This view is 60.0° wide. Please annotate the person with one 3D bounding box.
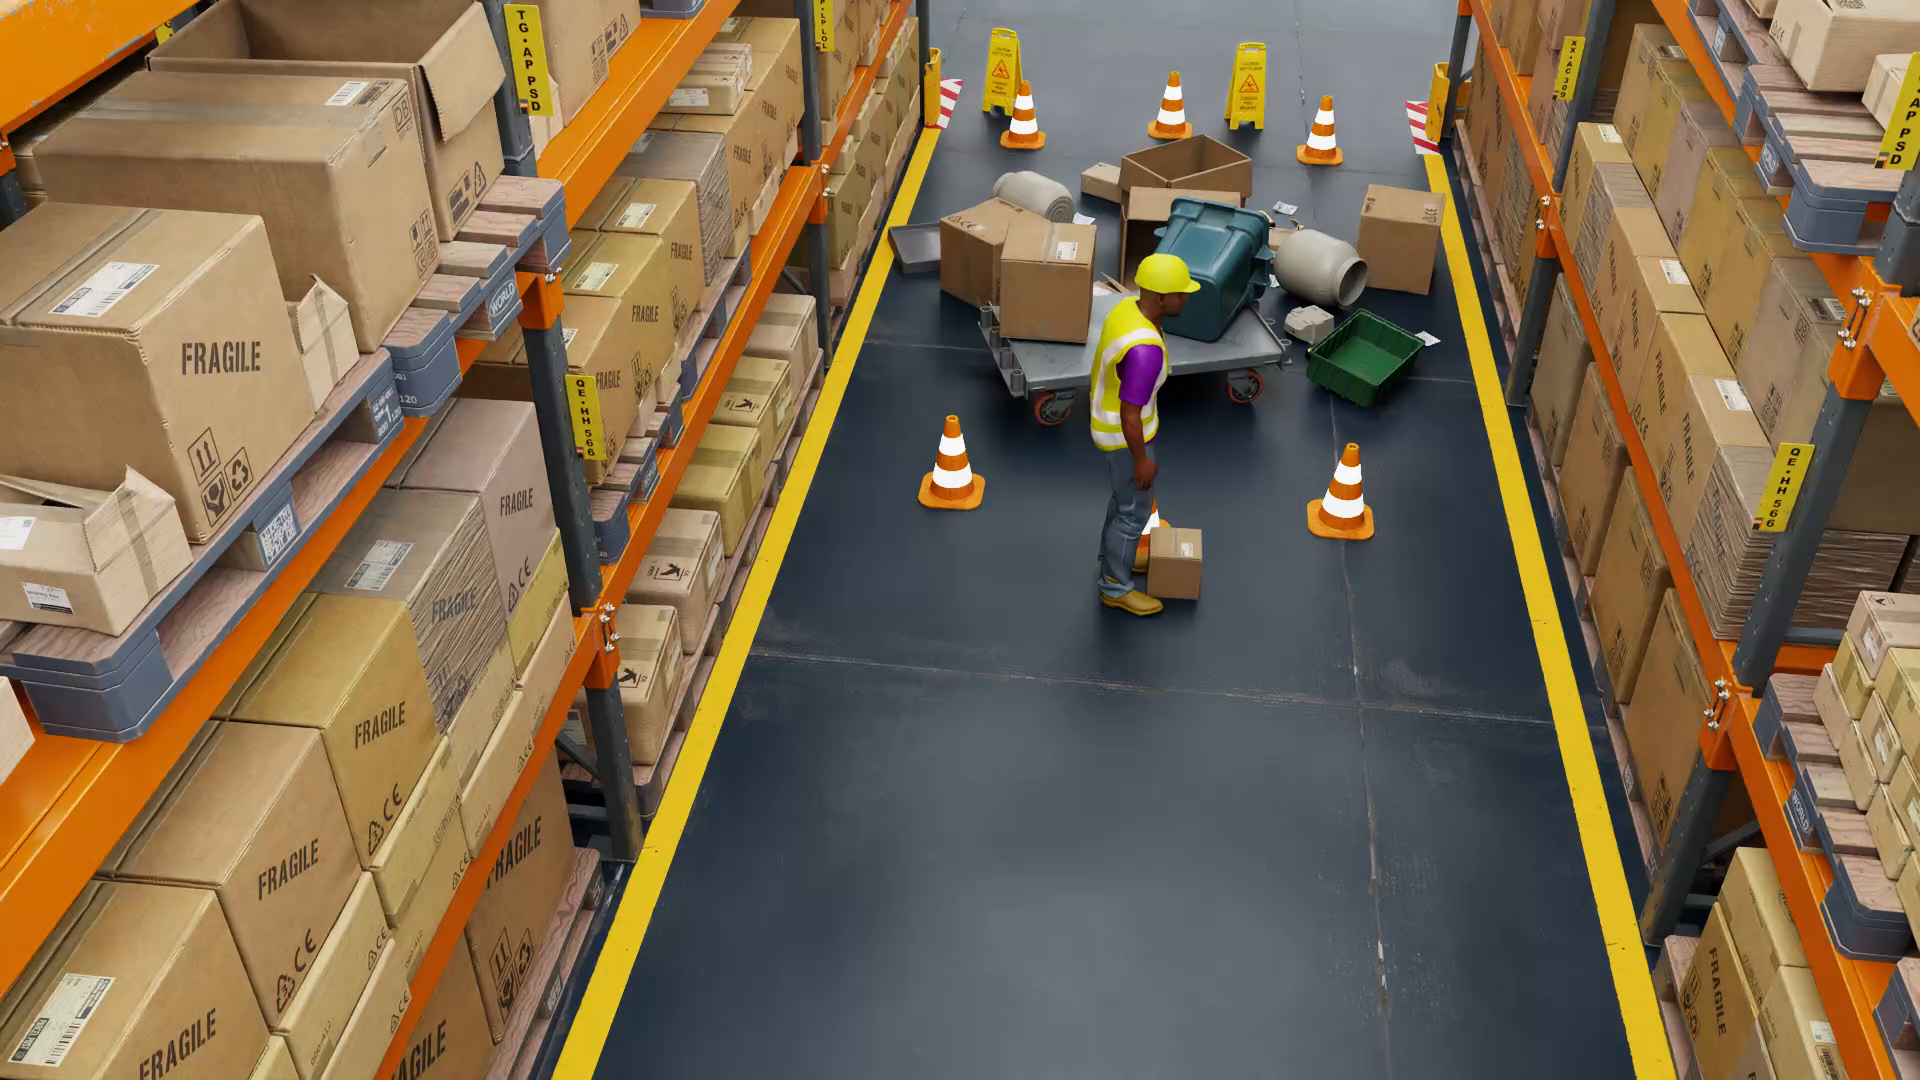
[{"bbox_3d":[0.826,-0.514,7.735,0.461,1.759,0.633,2,36,3],"label":"person"}]
